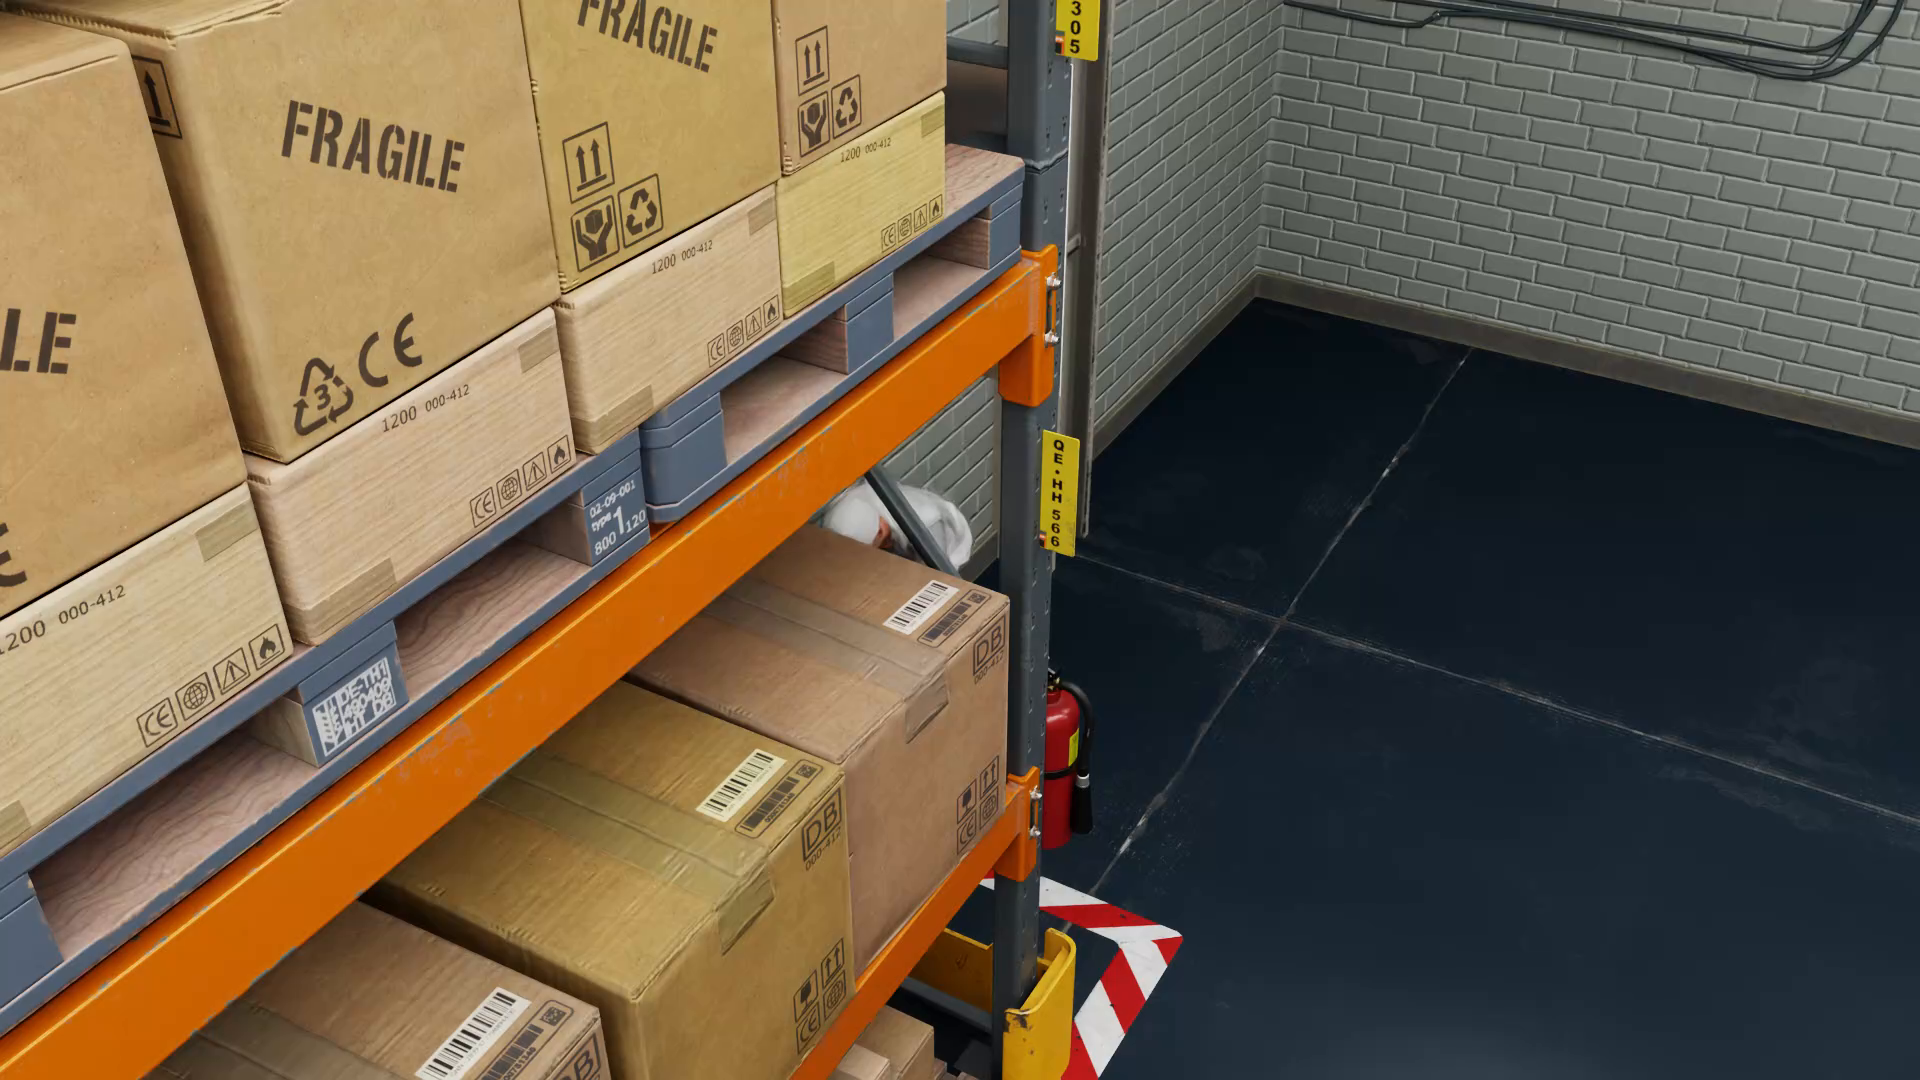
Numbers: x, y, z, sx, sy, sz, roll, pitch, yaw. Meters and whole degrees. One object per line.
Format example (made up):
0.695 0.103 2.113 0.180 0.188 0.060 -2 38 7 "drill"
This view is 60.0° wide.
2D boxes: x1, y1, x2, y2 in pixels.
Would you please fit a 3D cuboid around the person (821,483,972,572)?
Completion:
-0.251 0.197 6.382 0.584 1.172 0.852 18 38 25 "person"
